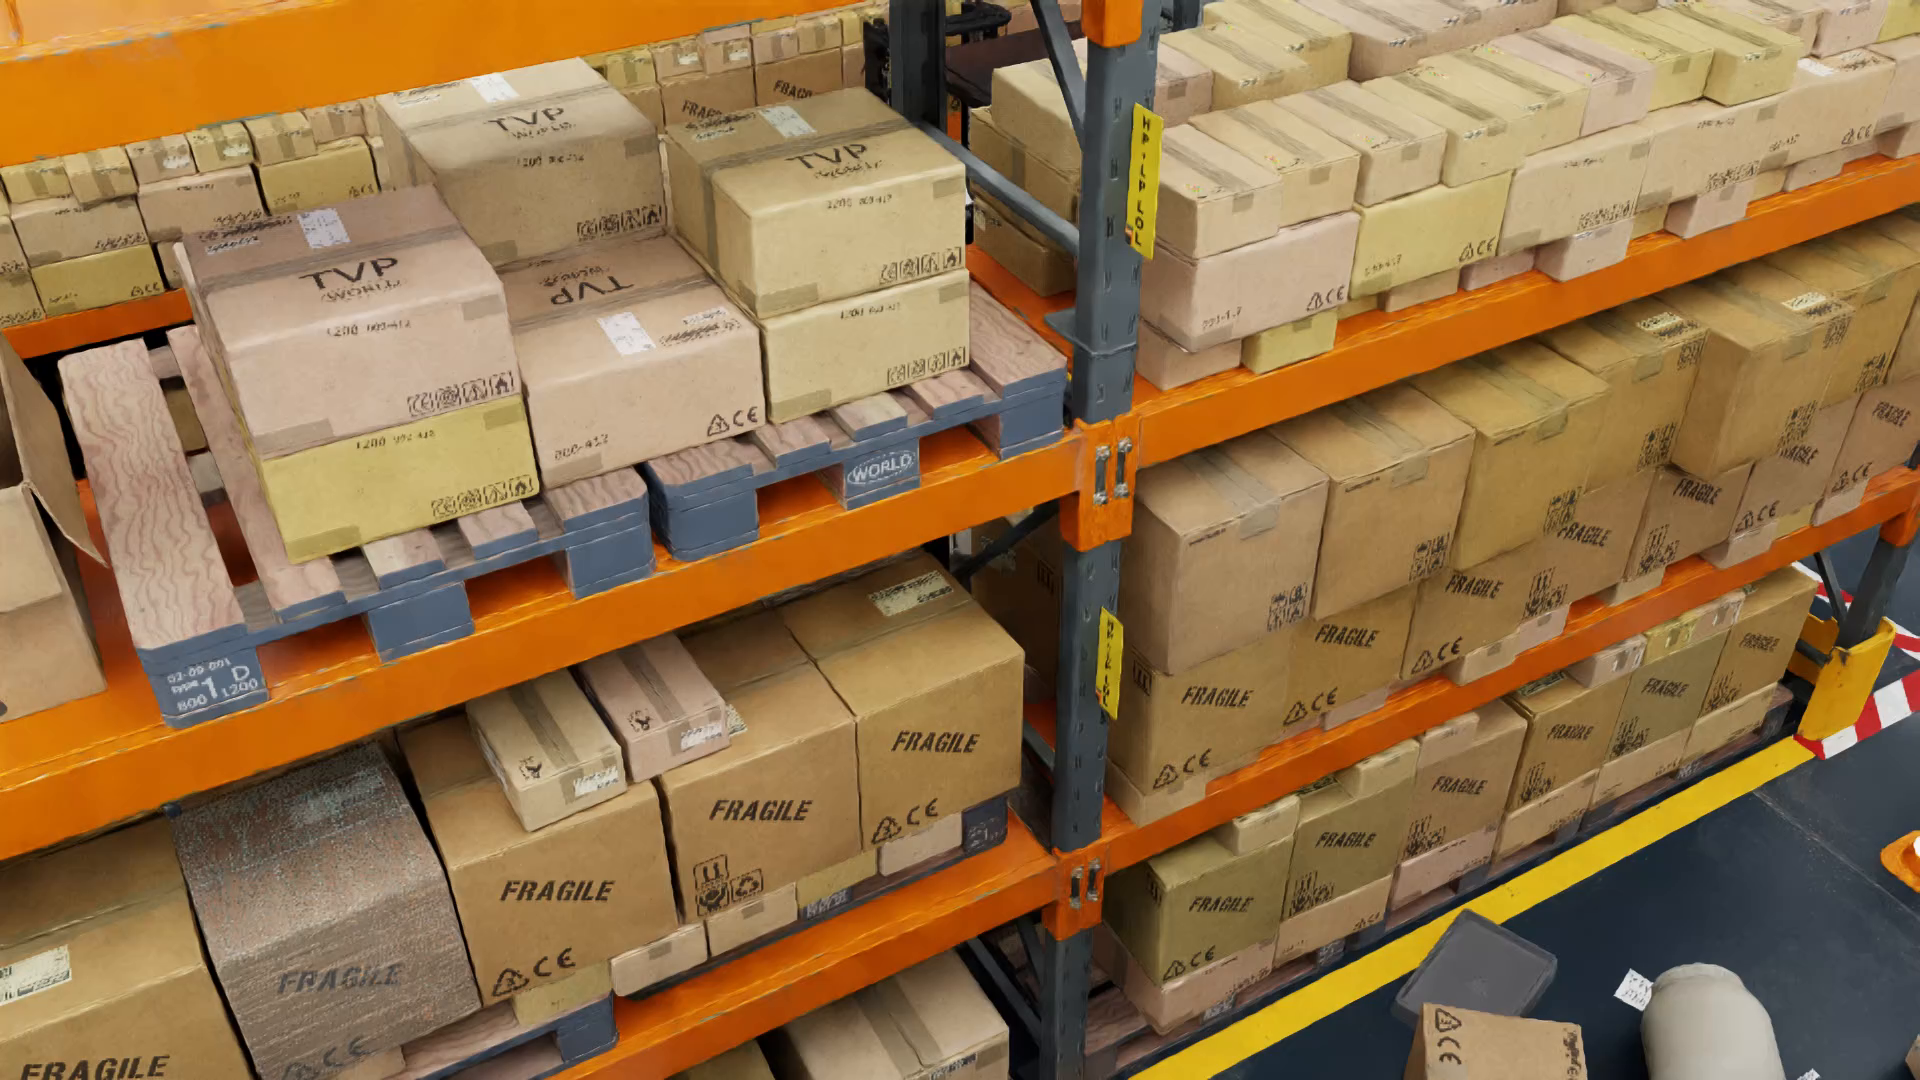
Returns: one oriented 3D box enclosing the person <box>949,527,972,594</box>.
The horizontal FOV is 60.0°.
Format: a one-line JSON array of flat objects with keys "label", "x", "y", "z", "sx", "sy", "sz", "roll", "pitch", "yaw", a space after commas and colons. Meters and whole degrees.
[{"label": "person", "x": 0.029, "y": 0.026, "z": 6.928, "sx": 0.567, "sy": 1.641, "sz": 0.640, "roll": 2, "pitch": 37, "yaw": 2}]
